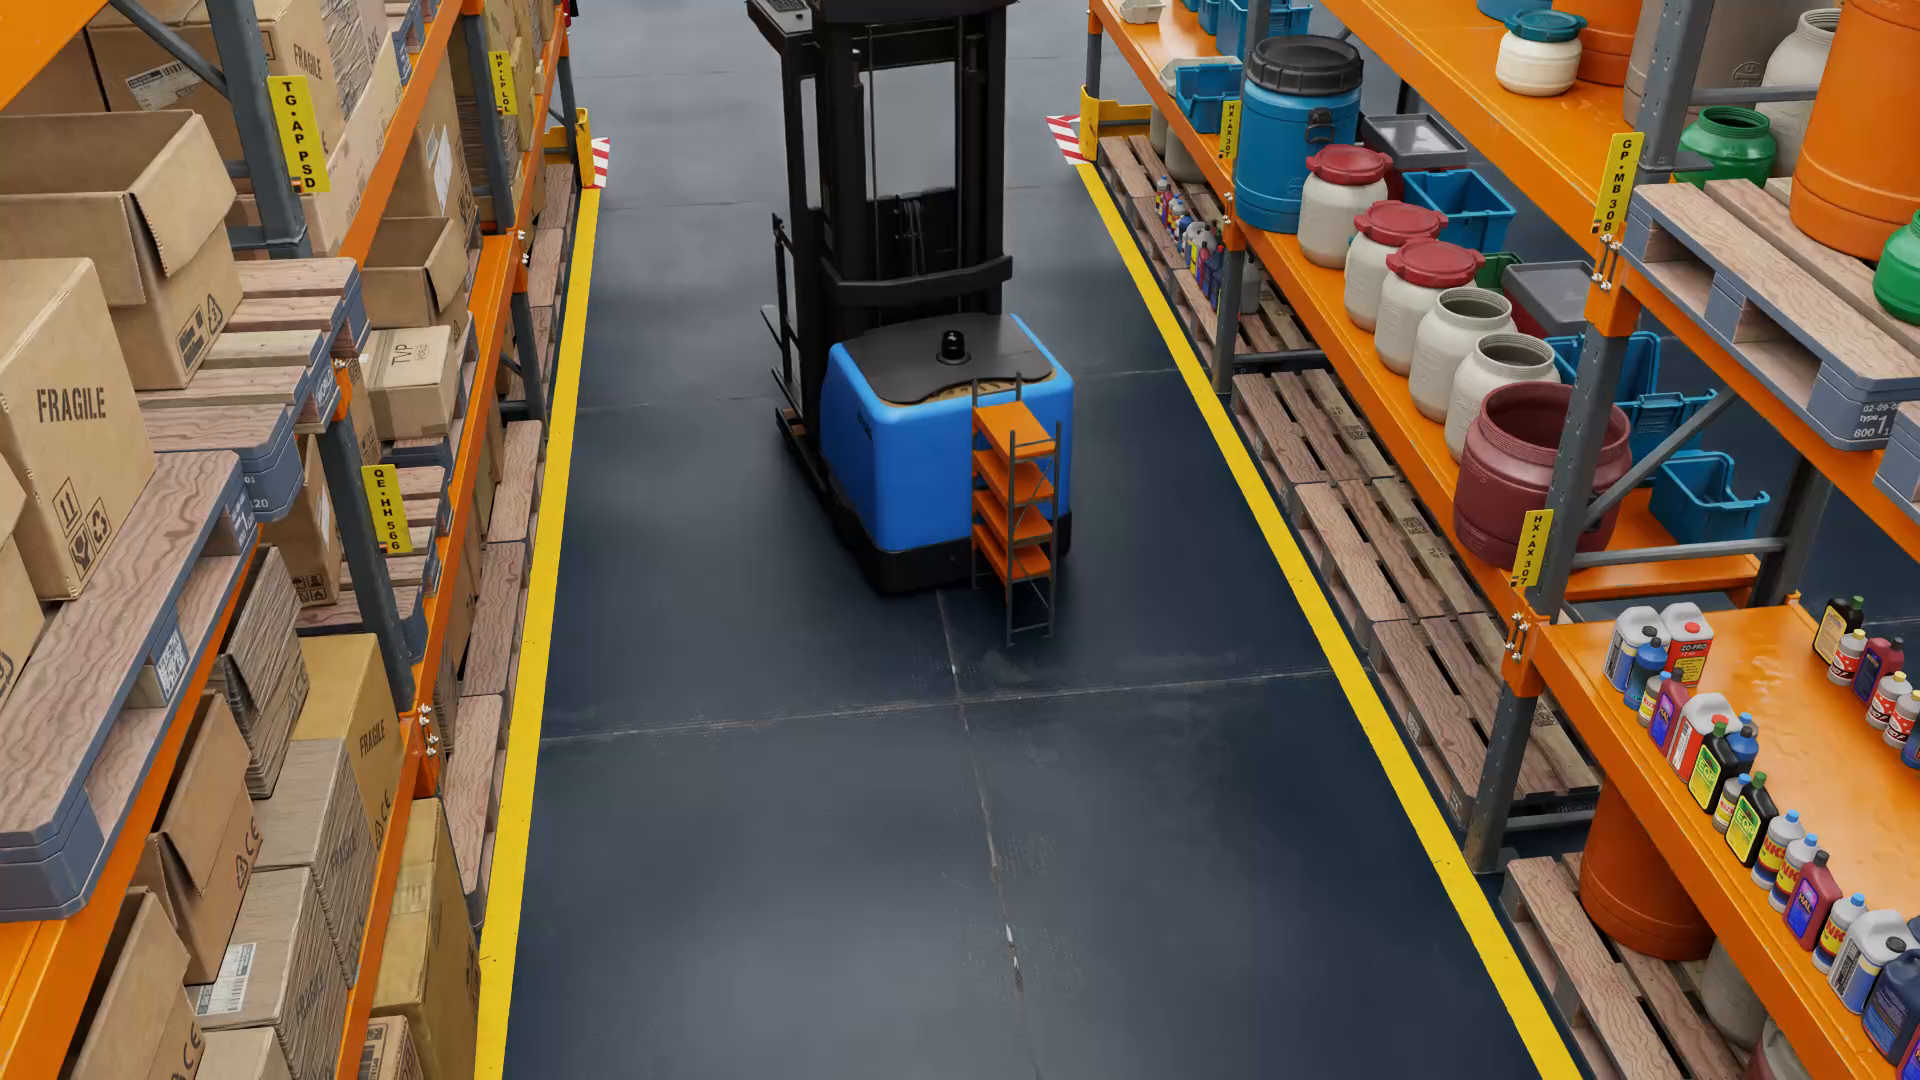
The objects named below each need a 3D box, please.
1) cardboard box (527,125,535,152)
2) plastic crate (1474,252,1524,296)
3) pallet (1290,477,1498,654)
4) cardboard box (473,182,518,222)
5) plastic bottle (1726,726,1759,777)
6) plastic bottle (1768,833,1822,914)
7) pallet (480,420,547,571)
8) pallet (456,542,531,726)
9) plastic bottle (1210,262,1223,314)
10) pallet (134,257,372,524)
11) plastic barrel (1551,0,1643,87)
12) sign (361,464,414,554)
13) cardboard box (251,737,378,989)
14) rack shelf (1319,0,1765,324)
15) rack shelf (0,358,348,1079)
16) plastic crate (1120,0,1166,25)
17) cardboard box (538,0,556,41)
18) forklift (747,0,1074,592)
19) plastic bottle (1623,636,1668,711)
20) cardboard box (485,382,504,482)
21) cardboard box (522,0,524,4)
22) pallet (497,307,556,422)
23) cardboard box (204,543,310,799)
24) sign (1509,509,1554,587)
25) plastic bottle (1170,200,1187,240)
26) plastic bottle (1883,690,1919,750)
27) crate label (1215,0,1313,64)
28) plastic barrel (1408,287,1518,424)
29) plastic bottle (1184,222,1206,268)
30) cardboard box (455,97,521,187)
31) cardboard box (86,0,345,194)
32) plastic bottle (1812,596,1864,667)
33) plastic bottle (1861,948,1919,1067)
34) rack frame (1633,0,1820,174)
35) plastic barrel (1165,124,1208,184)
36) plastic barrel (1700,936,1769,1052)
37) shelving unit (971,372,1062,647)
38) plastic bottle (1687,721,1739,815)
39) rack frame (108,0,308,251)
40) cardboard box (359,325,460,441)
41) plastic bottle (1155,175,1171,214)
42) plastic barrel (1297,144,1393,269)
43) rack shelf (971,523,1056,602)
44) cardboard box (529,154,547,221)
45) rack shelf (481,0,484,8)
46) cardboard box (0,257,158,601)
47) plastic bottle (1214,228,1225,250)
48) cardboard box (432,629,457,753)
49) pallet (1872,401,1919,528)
[{"bbox_3d":[-2.724,-2.402,9.834,0.380,0.149,0.250,-4,35,-6],"label":"cardboard box"},{"bbox_3d":[2.546,-1.141,7.948,0.450,0.188,0.662,-4,35,-6],"label":"plastic crate"},{"bbox_3d":[2.343,0.091,8.429,1.003,0.211,1.213,-4,35,-6],"label":"pallet"},{"bbox_3d":[-2.607,-1.842,9.013,0.380,0.149,0.250,-4,35,-6],"label":"cardboard box"},{"bbox_3d":[2.419,0.693,5.184,0.097,0.271,0.097,0,34,0],"label":"plastic bottle"},{"bbox_3d":[2.421,0.955,4.799,0.097,0.271,0.097,0,34,0],"label":"plastic bottle"},{"bbox_3d":[-2.770,-0.217,8.881,1.003,0.211,1.213,-4,35,-6],"label":"pallet"},{"bbox_3d":[-2.602,0.465,7.880,1.003,0.211,1.213,-4,35,-6],"label":"pallet"},{"bbox_3d":[1.660,-1.603,10.401,0.144,0.351,0.185,-5,35,-8],"label":"plastic bottle"},{"bbox_3d":[-2.199,-0.378,4.145,1.213,0.211,1.003,-3,34,-4],"label":"pallet"},{"bbox_3d":[2.587,-2.203,6.274,0.600,0.830,0.708,-4,35,-6],"label":"plastic barrel"},{"bbox_3d":[-1.788,-0.094,5.196,0.100,0.325,0.005,-4,35,-6],"label":"sign"},{"bbox_3d":[-1.965,0.923,4.644,0.500,0.500,0.500,-5,35,-7],"label":"cardboard box"},{"bbox_3d":[2.301,-2.005,7.004,1.077,0.370,4.000,-4,35,-6],"label":"rack shelf"},{"bbox_3d":[-2.069,0.602,3.178,1.077,0.370,4.000,-4,35,-6],"label":"rack shelf"},{"bbox_3d":[1.296,-3.778,11.864,0.298,0.136,0.250,-4,35,-6],"label":"plastic crate"},{"bbox_3d":[-3.181,-3.621,11.047,0.875,0.500,0.500,-4,35,-6],"label":"cardboard box"},{"bbox_3d":[-0.419,-1.777,8.755,1.130,2.935,3.031,-12,36,-17],"label":"forklift"},{"bbox_3d":[2.296,0.439,5.556,0.097,0.271,0.097,0,34,0],"label":"plastic bottle"},{"bbox_3d":[-2.815,-0.608,8.808,0.700,0.500,0.500,-7,35,-10],"label":"cardboard box"},{"bbox_3d":[-2.898,-3.487,9.963,0.500,0.500,0.500,-4,35,-6],"label":"cardboard box"},{"bbox_3d":[-3.001,-1.023,10.064,1.003,0.211,1.213,-4,35,-6],"label":"pallet"},{"bbox_3d":[-2.256,0.382,4.546,0.797,0.503,0.637,-3,34,-5],"label":"cardboard box"},{"bbox_3d":[2.026,0.032,5.895,0.100,0.325,0.005,-4,35,-6],"label":"sign"},{"bbox_3d":[1.489,-2.183,11.321,0.097,0.271,0.097,0,34,0],"label":"plastic bottle"},{"bbox_3d":[3.089,0.578,5.415,0.097,0.201,0.097,0,34,0],"label":"plastic bottle"},{"bbox_3d":[2.010,-3.419,11.072,0.502,0.435,0.616,-4,35,-6],"label":"crate label"},{"bbox_3d":[2.163,-0.786,7.140,0.421,0.512,0.421,0,34,0],"label":"plastic barrel"},{"bbox_3d":[1.573,-1.951,10.977,0.152,0.276,0.135,-4,34,-6],"label":"plastic bottle"},{"bbox_3d":[-2.875,-2.224,8.996,0.875,0.500,0.500,-4,35,-6],"label":"cardboard box"},{"bbox_3d":[-2.146,-1.341,4.857,0.500,0.500,0.500,-4,34,-6],"label":"cardboard box"},{"bbox_3d":[3.047,0.295,5.757,0.061,0.283,0.133,-4,35,-6],"label":"plastic bottle"},{"bbox_3d":[2.512,1.203,4.365,0.144,0.351,0.185,-4,35,-6],"label":"plastic bottle"},{"bbox_3d":[2.570,-2.426,4.319,1.000,3.000,0.127,-4,35,-6],"label":"rack frame"},{"bbox_3d":[1.726,-2.915,12.200,0.421,0.512,0.421,0,34,0],"label":"plastic barrel"},{"bbox_3d":[2.817,1.488,5.739,0.421,0.512,0.421,0,34,0],"label":"plastic barrel"},{"bbox_3d":[0.254,-0.136,7.884,0.258,1.200,0.503,-11,36,-16],"label":"shelving unit"},{"bbox_3d":[2.343,0.704,5.157,0.061,0.283,0.133,-4,35,-6],"label":"plastic bottle"},{"bbox_3d":[-2.338,-2.050,3.768,1.000,3.000,0.127,-4,35,-6],"label":"rack frame"},{"bbox_3d":[-2.335,-0.636,6.779,0.500,0.250,0.500,-5,35,-8],"label":"cardboard box"},{"bbox_3d":[1.429,-2.430,11.684,0.097,0.271,0.097,0,34,0],"label":"plastic bottle"},{"bbox_3d":[1.943,-1.684,8.437,0.433,0.535,0.433,0,34,0],"label":"plastic barrel"},{"bbox_3d":[0.254,0.084,8.034,0.258,0.148,0.480,-11,36,-16],"label":"rack shelf"},{"bbox_3d":[-3.232,-2.496,11.595,0.500,0.500,0.500,4,35,6],"label":"cardboard box"},{"bbox_3d":[-3.145,-3.862,9.728,1.077,0.370,4.000,-4,35,-6],"label":"rack shelf"},{"bbox_3d":[-1.981,-0.216,3.278,0.500,0.500,0.500,-3,34,-4],"label":"cardboard box"},{"bbox_3d":[1.689,-1.885,10.874,0.061,0.283,0.133,-4,35,-6],"label":"plastic bottle"},{"bbox_3d":[-2.535,0.599,7.037,0.700,0.500,0.500,-7,35,-10],"label":"cardboard box"},{"bbox_3d":[2.750,0.061,3.500,1.003,0.211,1.213,-4,35,-6],"label":"pallet"}]
